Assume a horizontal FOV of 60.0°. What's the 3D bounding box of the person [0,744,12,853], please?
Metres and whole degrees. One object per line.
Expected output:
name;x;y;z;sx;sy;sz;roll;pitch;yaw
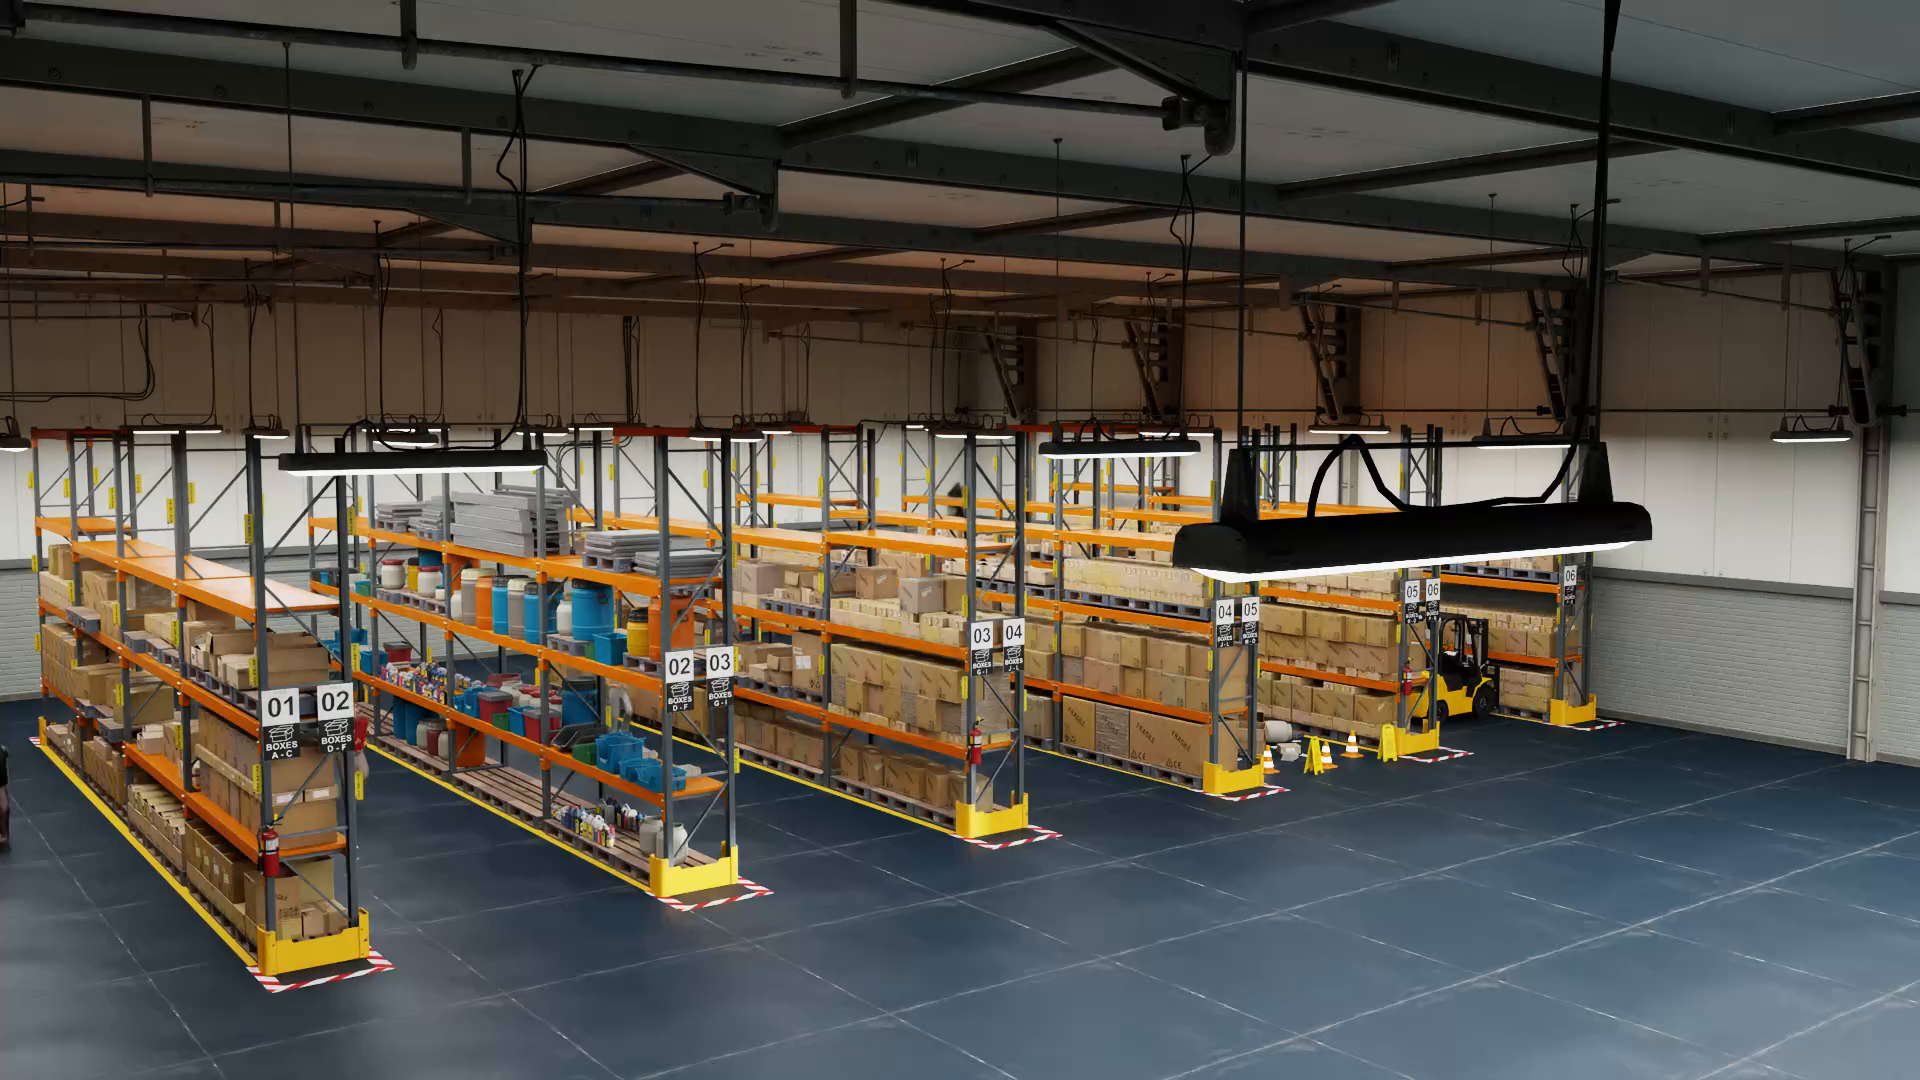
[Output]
person;-14.004;3.608;23.961;0.627;1.780;0.918;-4;6;-39

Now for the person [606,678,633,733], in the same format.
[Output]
person;-6.532;3.007;31.845;0.555;1.681;0.712;-3;6;-38

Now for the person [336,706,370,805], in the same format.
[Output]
person;-9.585;3.426;26.311;0.653;1.655;0.786;-4;6;-41
